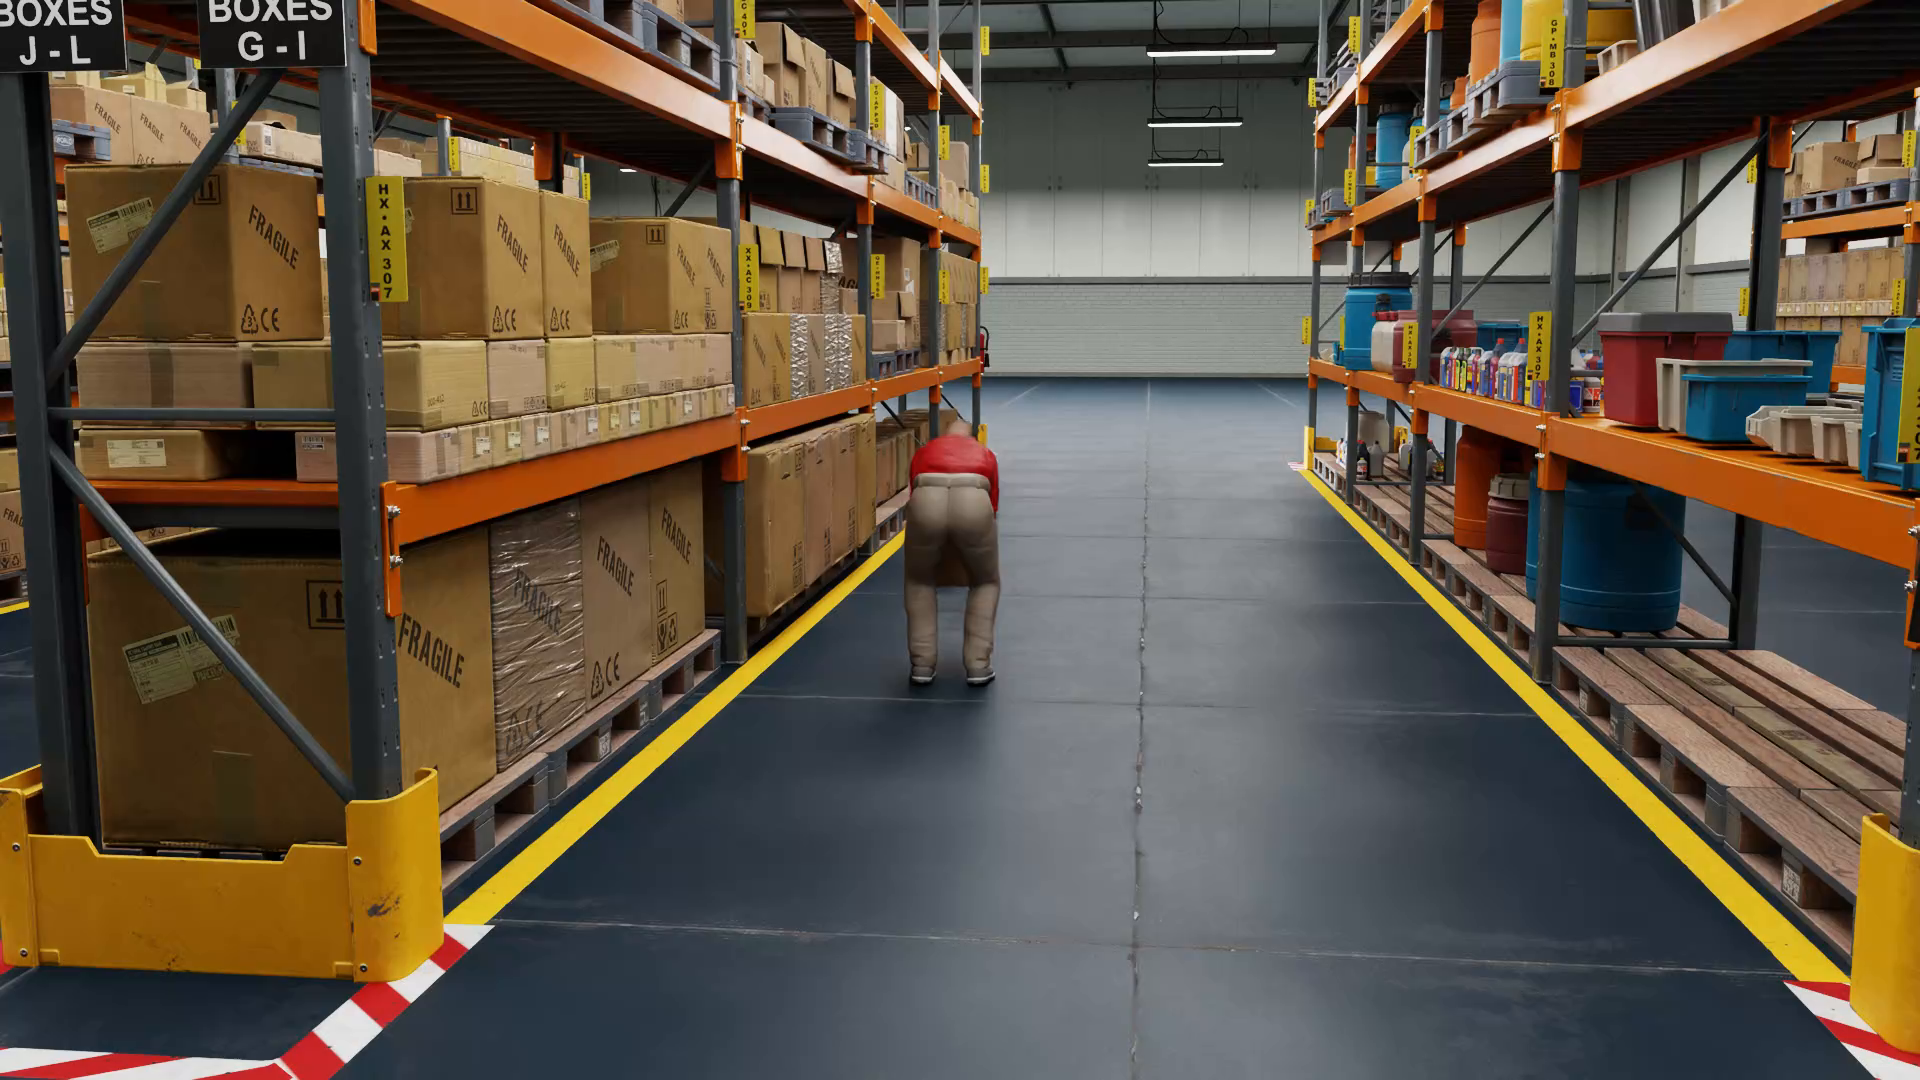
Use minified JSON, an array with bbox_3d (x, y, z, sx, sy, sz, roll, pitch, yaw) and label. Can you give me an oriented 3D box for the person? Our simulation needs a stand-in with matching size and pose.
[{"bbox_3d":[-0.055,-0.168,8.165,0.489,1.726,0.552,1,8,5],"label":"person"}]
